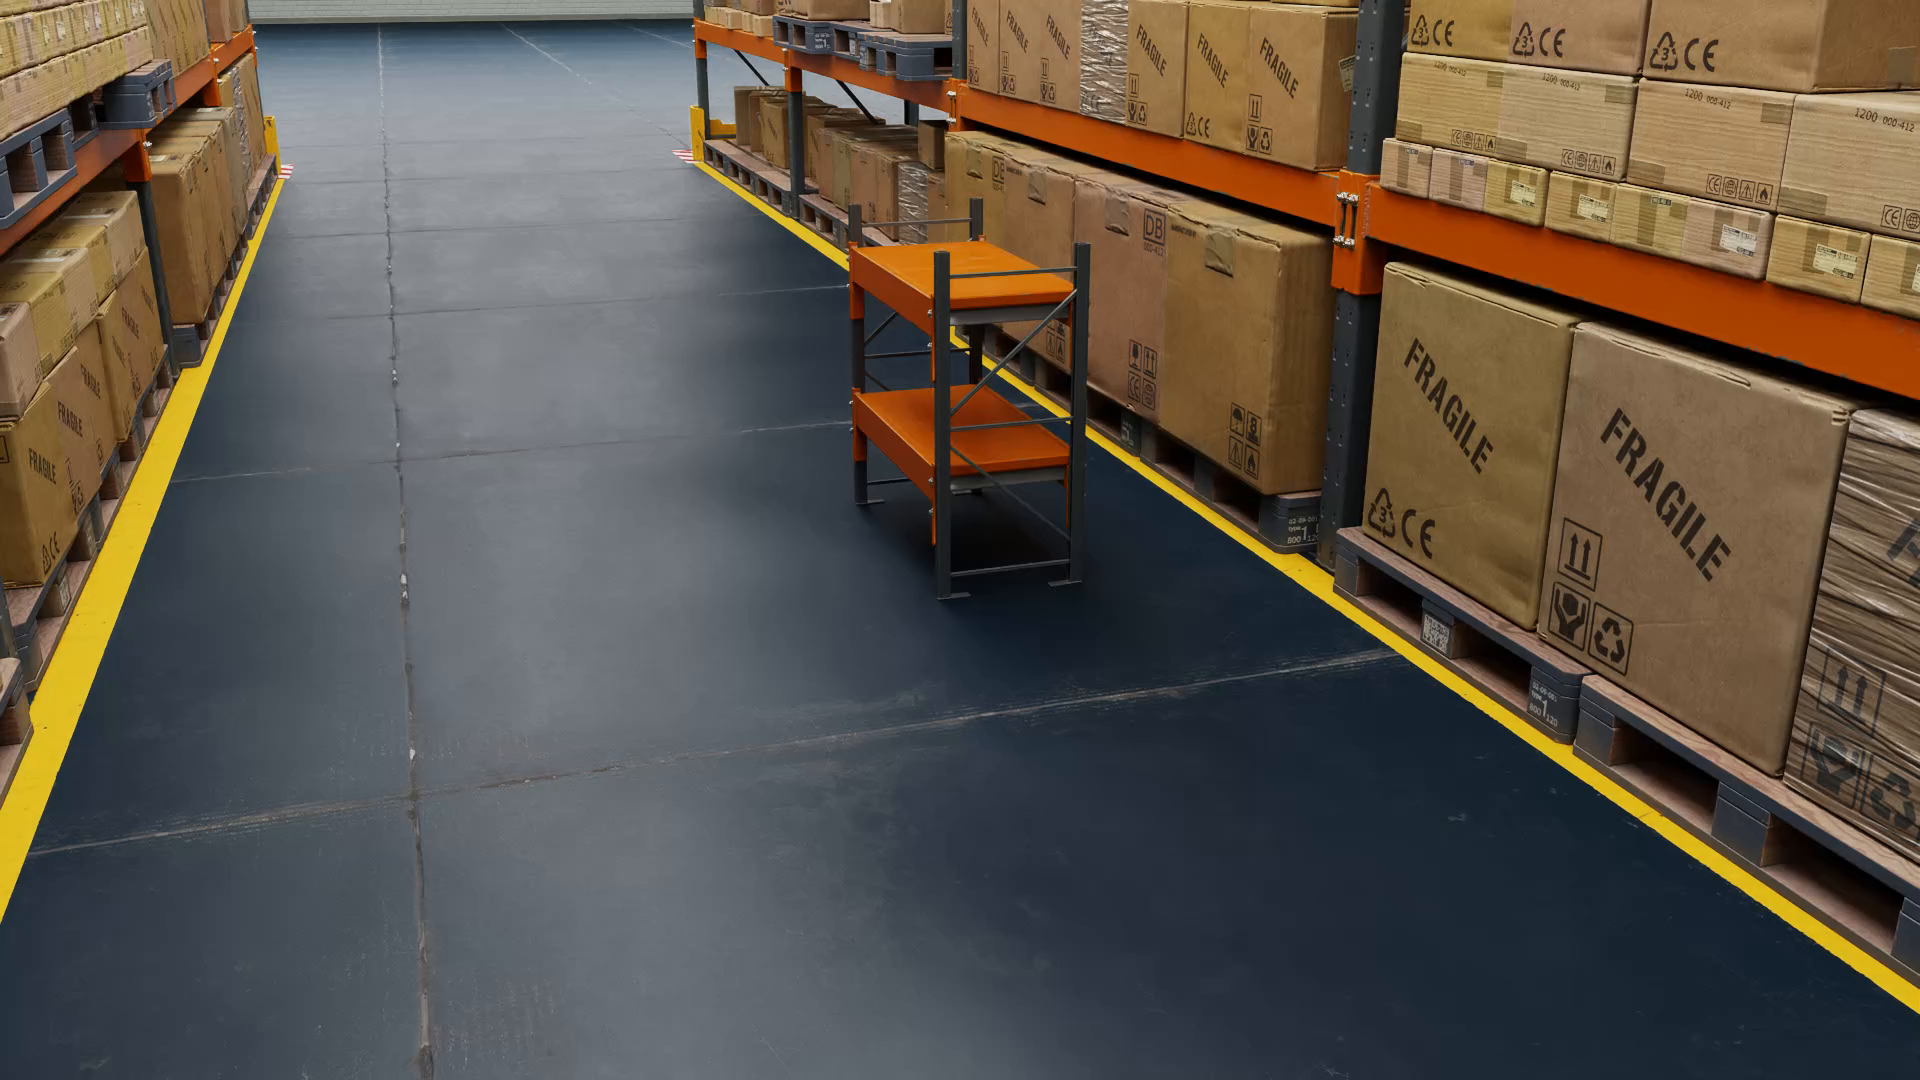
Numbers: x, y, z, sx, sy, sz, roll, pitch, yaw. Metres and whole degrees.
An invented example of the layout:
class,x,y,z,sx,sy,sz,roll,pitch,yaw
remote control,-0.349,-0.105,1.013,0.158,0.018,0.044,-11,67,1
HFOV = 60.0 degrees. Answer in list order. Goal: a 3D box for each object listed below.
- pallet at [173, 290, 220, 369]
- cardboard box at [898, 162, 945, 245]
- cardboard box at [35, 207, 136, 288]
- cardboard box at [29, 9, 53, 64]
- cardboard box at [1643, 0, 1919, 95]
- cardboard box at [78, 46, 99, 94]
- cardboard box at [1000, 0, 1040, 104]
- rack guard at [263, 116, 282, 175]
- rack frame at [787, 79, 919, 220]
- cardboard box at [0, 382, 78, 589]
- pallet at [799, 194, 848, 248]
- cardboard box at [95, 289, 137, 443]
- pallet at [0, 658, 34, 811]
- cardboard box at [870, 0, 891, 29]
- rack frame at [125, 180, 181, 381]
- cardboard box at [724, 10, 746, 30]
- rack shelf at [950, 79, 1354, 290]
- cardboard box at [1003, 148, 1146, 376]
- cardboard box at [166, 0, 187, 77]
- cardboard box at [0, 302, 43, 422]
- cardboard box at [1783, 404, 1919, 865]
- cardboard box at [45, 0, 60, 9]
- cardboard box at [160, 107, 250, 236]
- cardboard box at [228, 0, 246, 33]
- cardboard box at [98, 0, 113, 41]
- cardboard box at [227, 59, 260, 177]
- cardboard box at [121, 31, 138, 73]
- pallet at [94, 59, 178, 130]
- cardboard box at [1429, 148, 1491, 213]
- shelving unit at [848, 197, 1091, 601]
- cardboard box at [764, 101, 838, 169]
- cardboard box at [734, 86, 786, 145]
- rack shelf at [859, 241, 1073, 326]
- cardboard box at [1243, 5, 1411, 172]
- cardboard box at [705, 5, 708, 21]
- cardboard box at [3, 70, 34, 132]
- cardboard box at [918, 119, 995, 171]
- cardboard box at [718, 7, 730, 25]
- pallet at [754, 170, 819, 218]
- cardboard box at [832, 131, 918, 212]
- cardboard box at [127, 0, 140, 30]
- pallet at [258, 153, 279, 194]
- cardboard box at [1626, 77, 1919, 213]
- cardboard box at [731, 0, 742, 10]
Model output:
class,x,y,z,sx,sy,sz,roll,pitch,yaw
pallet,-4.466,-1.101,8.670,1.003,0.211,1.213,-6,21,-17
cardboard box,0.035,-2.067,10.281,0.700,0.500,0.500,-8,21,-22
cardboard box,-3.656,-1.174,6.715,0.500,0.250,0.500,-6,21,-16
cardboard box,-2.966,-1.513,5.001,0.380,0.149,0.250,-7,21,-20
cardboard box,1.932,-1.279,3.714,0.500,0.500,0.500,-7,21,-19
cardboard box,-3.211,-1.623,5.748,0.380,0.149,0.250,-7,21,-20
cardboard box,0.510,-2.344,7.857,0.500,0.500,0.500,-7,21,-19
rack guard,-6.811,-3.551,15.063,1.175,0.500,0.348,-6,21,-17
rack frame,-0.806,-3.931,12.422,1.000,3.000,0.127,-6,21,-17
cardboard box,-3.013,-0.155,4.988,0.500,0.500,0.500,-6,20,-15
pallet,-0.560,-2.369,12.199,1.003,0.211,1.213,-6,21,-17
cardboard box,-3.493,-0.655,6.380,0.500,0.500,0.500,-7,21,-20
pallet,-2.787,0.655,3.780,1.003,0.211,1.213,-6,21,-17
cardboard box,-0.329,-3.288,10.210,0.396,0.266,0.258,-7,21,-19
rack frame,-4.289,-2.152,7.472,1.000,3.000,0.127,-6,21,-17
cardboard box,-1.821,-4.488,14.345,0.380,0.149,0.250,-6,21,-17
rack shelf,1.080,-1.667,7.183,1.077,0.370,4.000,-6,21,-17
cardboard box,0.921,-1.334,7.715,1.225,0.875,0.875,-6,21,-17
cardboard box,-4.649,-2.857,9.286,0.500,0.500,0.500,-7,21,-18
cardboard box,-3.013,-0.508,4.861,0.500,0.250,0.500,-7,21,-20
cardboard box,2.402,0.234,3.350,0.875,0.875,0.875,-6,21,-17
cardboard box,-3.048,-1.737,5.186,0.380,0.149,0.250,-7,21,-18
cardboard box,-5.266,-2.385,10.827,1.050,0.750,0.750,-6,21,-17
cardboard box,-6.451,-4.502,13.791,0.875,0.550,0.550,-6,21,-17
cardboard box,-3.377,-1.932,6.167,0.380,0.149,0.250,-7,21,-18
cardboard box,-6.249,-3.425,13.536,0.875,0.875,0.875,-7,21,-18
cardboard box,-3.540,-1.960,6.686,0.380,0.149,0.250,-6,21,-16
pallet,-3.964,-1.845,6.899,1.213,0.211,1.003,-6,21,-17
cardboard box,1.568,-1.031,4.720,0.380,0.149,0.250,-7,21,-19
shelving unit,0.002,-0.527,5.720,0.538,1.125,1.048,-6,21,-17
cardboard box,-1.351,-3.458,14.184,0.500,0.500,0.500,-8,21,-22
cardboard box,-1.883,-4.033,15.785,0.500,0.500,0.500,-3,20,-7
rack shelf,0.002,-0.872,5.597,0.459,0.093,0.952,-6,21,-17
cardboard box,1.302,-1.531,5.595,0.500,0.500,0.500,-6,21,-17
cardboard box,-2.200,-4.979,15.713,0.380,0.149,0.250,-6,21,-17
cardboard box,-2.812,-1.212,4.603,0.380,0.149,0.250,-6,21,-16
cardboard box,0.036,-2.411,10.131,0.500,0.250,0.500,-4,20,-11
cardboard box,-1.977,-4.737,15.039,0.380,0.149,0.250,-6,21,-17
pallet,-1.051,-2.830,13.483,1.003,0.211,1.213,-6,21,-17
cardboard box,-0.502,-2.607,11.784,0.700,0.500,0.500,-7,21,-18
cardboard box,-3.616,-2.176,6.848,0.380,0.149,0.250,-6,21,-15
pallet,-6.478,-3.159,14.399,1.003,0.211,1.213,-6,21,-17
cardboard box,1.927,-0.928,3.846,0.500,0.250,0.500,-6,21,-16
cardboard box,-1.529,-4.909,14.559,0.875,0.500,0.500,-6,21,-17
